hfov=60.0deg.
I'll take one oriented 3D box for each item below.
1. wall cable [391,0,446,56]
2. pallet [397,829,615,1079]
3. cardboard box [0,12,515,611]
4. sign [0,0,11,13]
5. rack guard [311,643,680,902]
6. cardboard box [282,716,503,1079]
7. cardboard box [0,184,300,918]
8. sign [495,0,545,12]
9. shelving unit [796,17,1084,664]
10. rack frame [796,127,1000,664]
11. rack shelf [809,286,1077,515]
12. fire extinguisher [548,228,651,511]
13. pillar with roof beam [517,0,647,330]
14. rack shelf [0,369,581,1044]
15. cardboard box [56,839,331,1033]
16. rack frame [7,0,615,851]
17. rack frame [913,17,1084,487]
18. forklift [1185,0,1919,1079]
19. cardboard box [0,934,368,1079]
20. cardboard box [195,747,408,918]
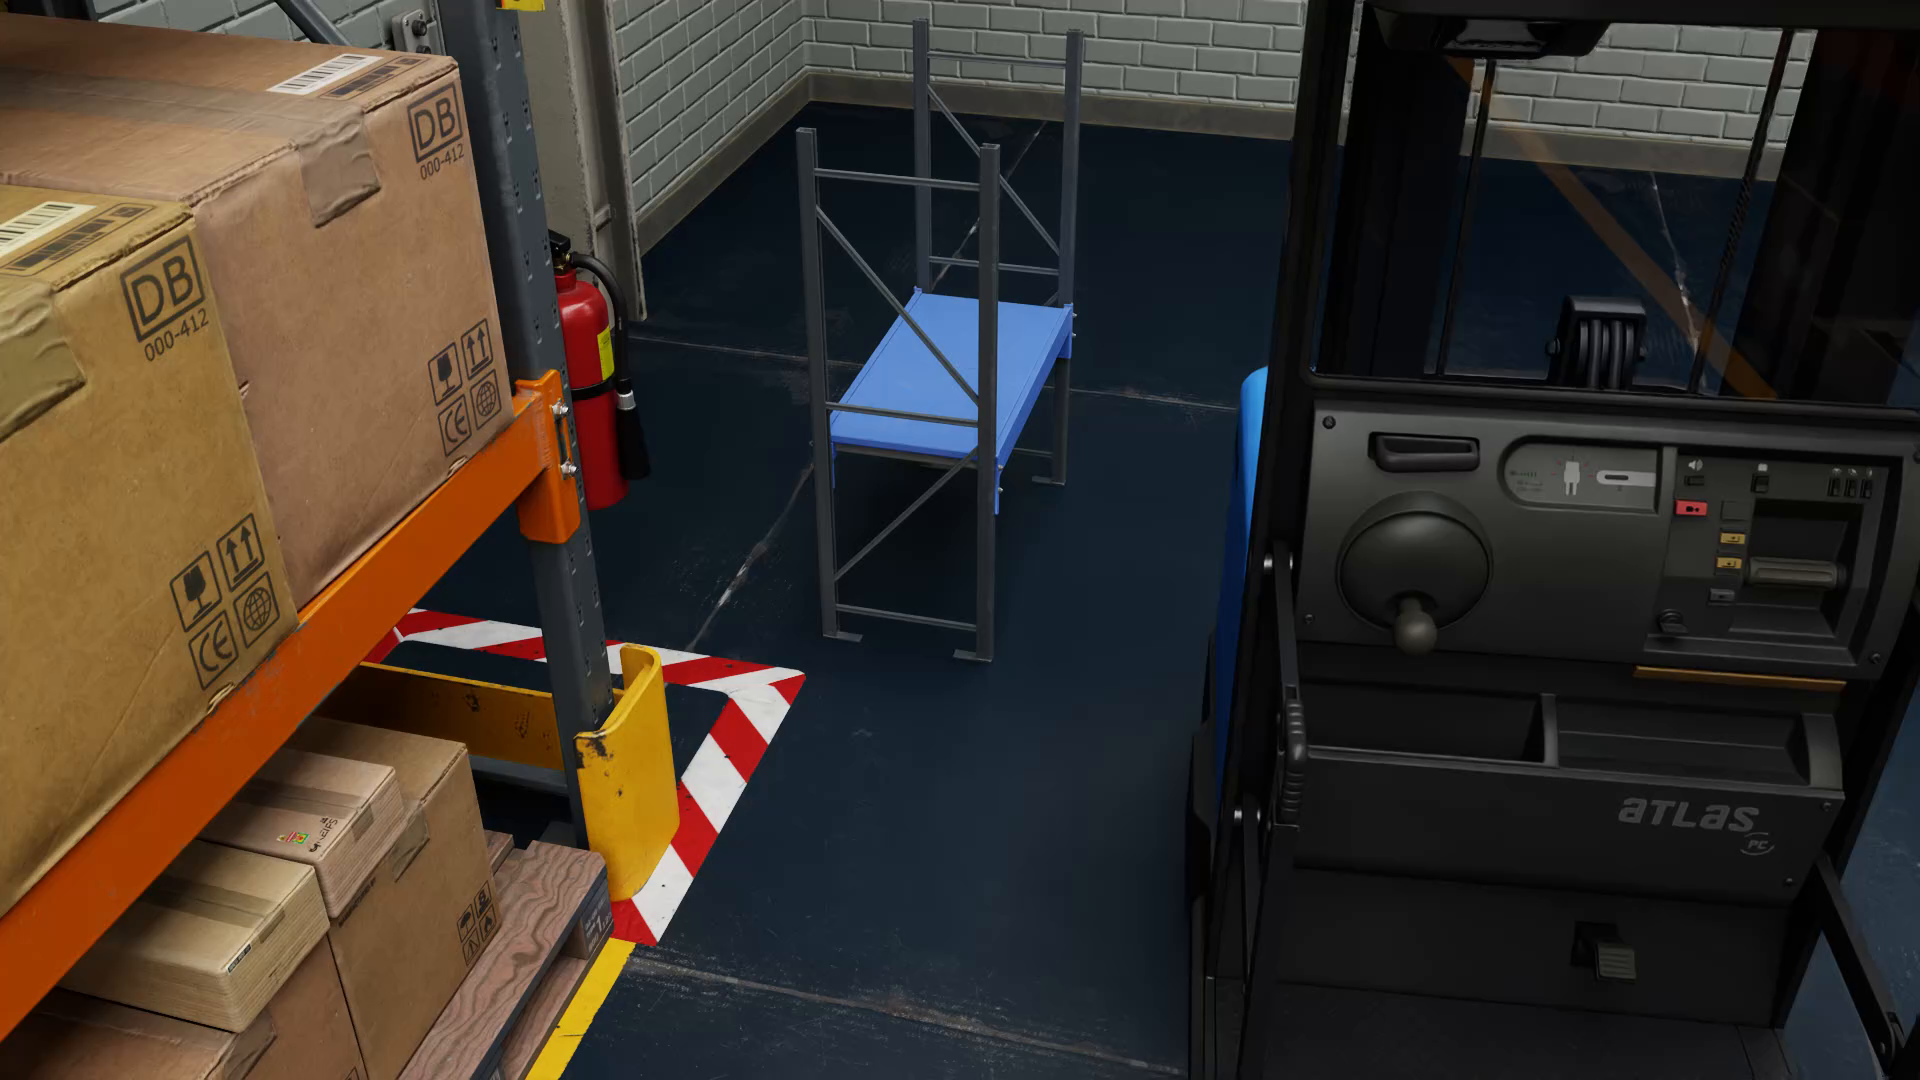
[{"bbox_3d":[-1.888,-1.784,4.314,0.084,1.984,1.851,8,33,12],"label":"wall cable"},{"bbox_3d":[-1.425,1.040,3.417,1.003,0.211,1.213,8,33,12],"label":"pallet"},{"bbox_3d":[-1.418,-0.423,2.840,0.980,0.700,0.700,10,34,15],"label":"cardboard box"},{"bbox_3d":[-1.833,-1.040,3.209,0.100,0.325,0.005,8,33,12],"label":"sign"},{"bbox_3d":[-1.292,0.480,4.029,1.175,0.500,0.348,8,33,12],"label":"rack guard"},{"bbox_3d":[-1.379,0.692,3.304,0.700,0.500,0.500,8,33,12],"label":"cardboard box"},{"bbox_3d":[-1.591,-0.044,2.243,0.980,0.700,0.700,8,33,12],"label":"cardboard box"},{"bbox_3d":[-0.776,-1.070,2.837,0.100,0.325,0.005,8,33,12],"label":"sign"},{"bbox_3d":[-0.022,-0.589,4.778,0.538,1.500,1.048,8,33,12],"label":"shelving unit"},{"bbox_3d":[-0.151,-0.325,4.363,0.500,1.500,0.032,8,33,12],"label":"rack frame"},{"bbox_3d":[-0.022,-0.437,4.875,0.538,0.185,1.000,8,33,12],"label":"rack shelf"},{"bbox_3d":[-0.813,-0.388,3.484,0.296,0.674,0.183,8,33,12],"label":"fire extinguisher"},{"bbox_3d":[2.715,-4.027,3.196,9.100,9.000,0.400,8,33,12],"label":"pillar with roof beam"},{"bbox_3d":[-1.805,0.779,1.899,1.077,0.370,4.000,8,33,12],"label":"rack shelf"},{"bbox_3d":[-1.299,0.643,2.777,0.380,0.149,0.250,9,34,14],"label":"cardboard box"},{"bbox_3d":[-1.298,-0.562,3.339,1.000,3.000,0.127,8,33,12],"label":"rack frame"},{"bbox_3d":[0.107,-0.852,5.193,0.500,1.500,0.032,8,33,12],"label":"rack frame"},{"bbox_3d":[0.990,0.060,2.424,1.130,2.935,3.031,4,33,6],"label":"forklift"},{"bbox_3d":[-1.506,0.952,2.895,0.700,0.500,0.500,8,33,12],"label":"cardboard box"},{"bbox_3d":[-1.235,0.510,2.986,0.380,0.149,0.250,8,33,12],"label":"cardboard box"}]
